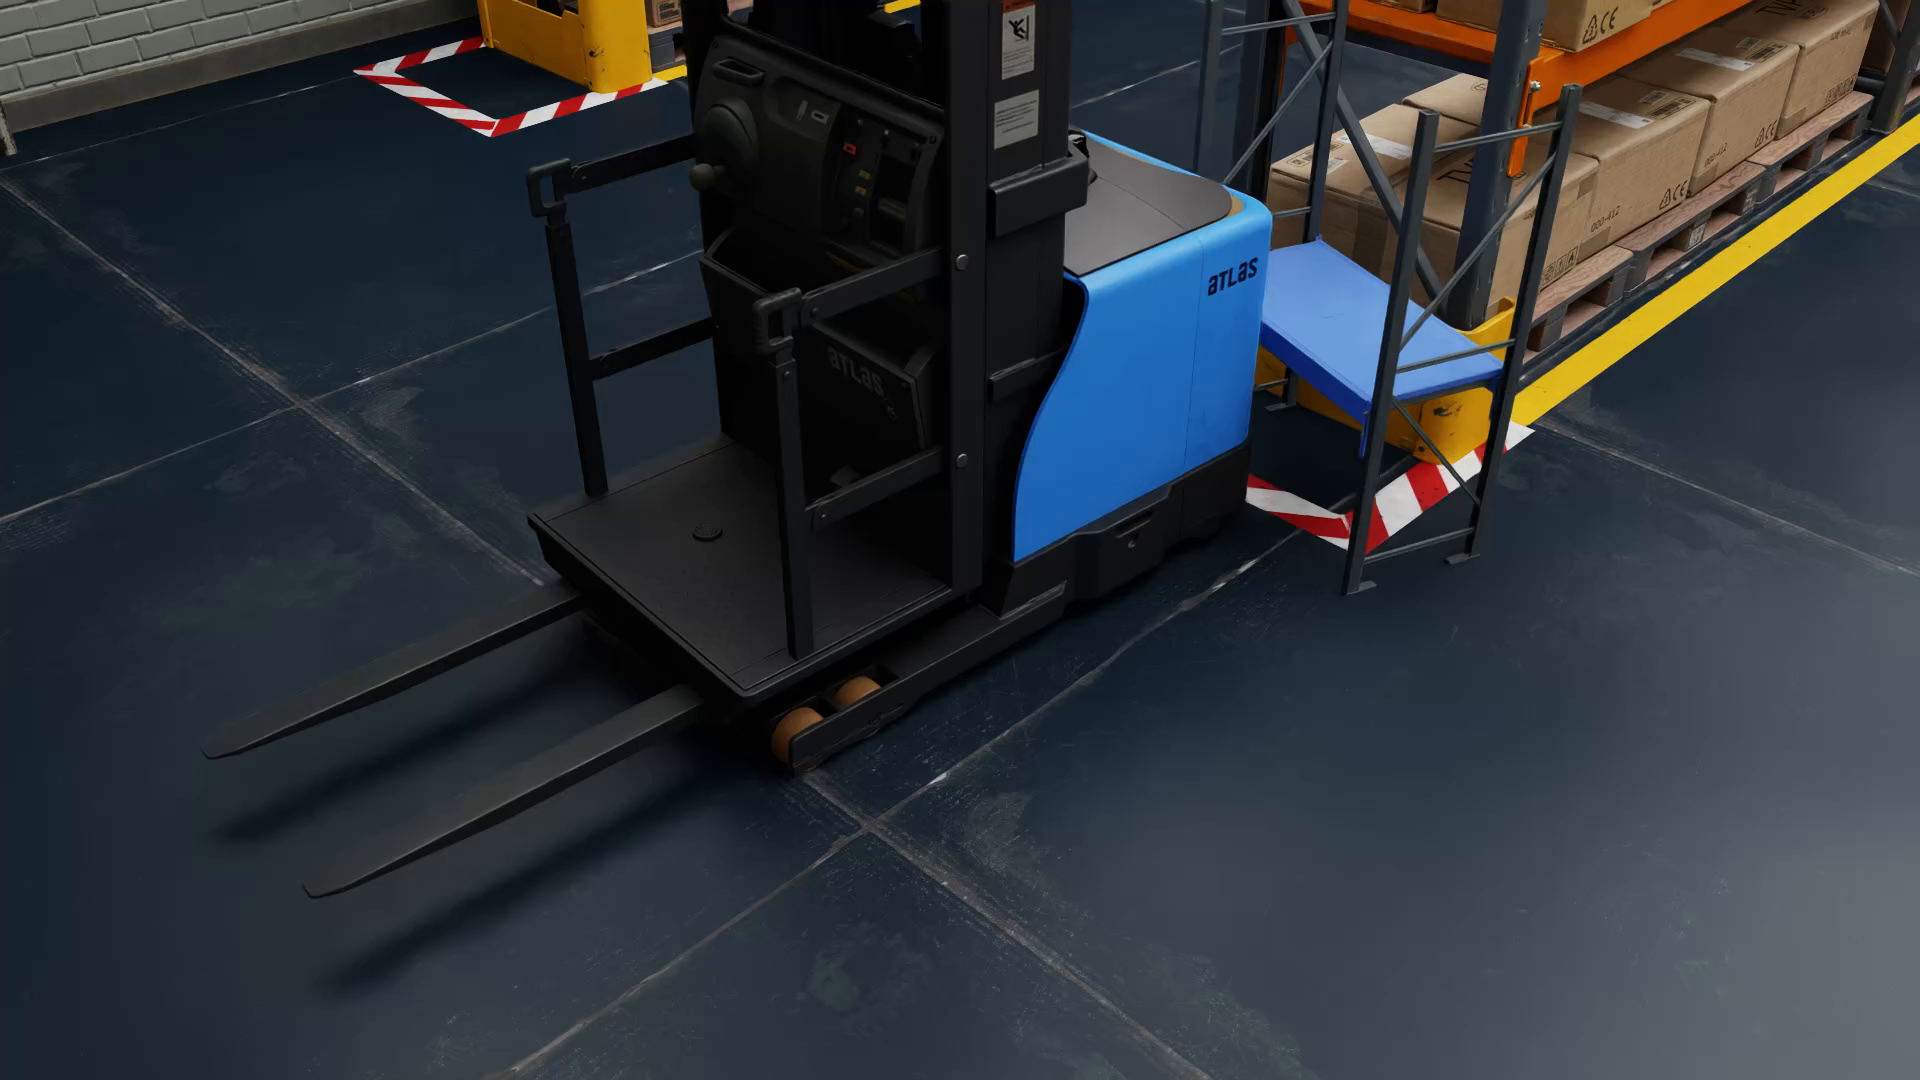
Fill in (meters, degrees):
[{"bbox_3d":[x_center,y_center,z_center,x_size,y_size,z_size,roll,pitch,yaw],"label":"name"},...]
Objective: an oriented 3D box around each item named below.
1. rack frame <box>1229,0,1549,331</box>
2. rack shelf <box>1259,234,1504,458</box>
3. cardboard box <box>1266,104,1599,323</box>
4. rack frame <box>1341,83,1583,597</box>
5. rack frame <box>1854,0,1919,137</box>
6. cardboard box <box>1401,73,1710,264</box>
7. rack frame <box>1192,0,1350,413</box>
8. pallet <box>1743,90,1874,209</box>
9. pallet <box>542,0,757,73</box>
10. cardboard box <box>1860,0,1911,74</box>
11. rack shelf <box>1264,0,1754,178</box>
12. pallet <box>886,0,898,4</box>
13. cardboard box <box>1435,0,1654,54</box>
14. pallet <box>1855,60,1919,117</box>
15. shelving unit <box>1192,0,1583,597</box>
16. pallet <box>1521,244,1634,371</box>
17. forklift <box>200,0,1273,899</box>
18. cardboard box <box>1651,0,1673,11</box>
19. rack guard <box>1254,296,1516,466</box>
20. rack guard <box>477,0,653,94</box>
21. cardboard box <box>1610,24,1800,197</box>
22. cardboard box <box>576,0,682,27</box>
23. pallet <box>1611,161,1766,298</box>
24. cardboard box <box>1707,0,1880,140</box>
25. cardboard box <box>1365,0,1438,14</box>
[{"bbox_3d":[1.352,-1.781,5.181,1.000,3.000,0.127,30,45,35],"label":"rack frame"},{"bbox_3d":[1.175,-0.629,5.155,0.538,0.185,1.000,-15,37,-20],"label":"rack shelf"},{"bbox_3d":[1.746,-1.210,6.236,0.875,0.438,0.875,28,44,34],"label":"cardboard box"},{"bbox_3d":[1.385,-0.512,4.673,0.500,1.500,0.032,-15,37,-20],"label":"rack frame"},{"bbox_3d":[4.170,-3.405,7.510,1.000,3.000,0.127,30,45,35],"label":"rack frame"},{"bbox_3d":[2.385,-1.585,6.774,0.875,0.438,0.875,-29,44,-34],"label":"cardboard box"},{"bbox_3d":[0.965,-1.041,5.432,0.500,1.500,0.032,-15,37,-20],"label":"rack frame"},{"bbox_3d":[3.579,-1.984,7.910,1.003,0.211,1.213,30,45,35],"label":"pallet"},{"bbox_3d":[-1.559,-2.991,9.354,1.003,0.211,1.213,30,45,35],"label":"pallet"},{"bbox_3d":[4.550,-2.989,8.404,0.875,0.875,0.875,-28,44,-34],"label":"cardboard box"},{"bbox_3d":[2.761,-2.298,6.551,1.077,0.370,4.000,30,45,35],"label":"rack shelf"},{"bbox_3d":[-0.699,-3.484,10.061,1.003,0.211,1.213,30,45,35],"label":"pallet"},{"bbox_3d":[1.894,-1.901,5.266,0.500,0.500,0.500,29,44,35],"label":"cardboard box"},{"bbox_3d":[4.660,-2.605,8.800,1.003,0.211,1.213,30,45,35],"label":"pallet"},{"bbox_3d":[1.175,-0.777,5.052,0.538,1.500,1.048,-15,37,-20],"label":"shelving unit"},{"bbox_3d":[1.859,-0.993,6.490,1.003,0.211,1.213,30,45,35],"label":"pallet"},{"bbox_3d":[-0.528,-0.933,4.025,3.031,2.935,1.130,-27,43,-33],"label":"forklift"},{"bbox_3d":[2.230,-2.118,5.577,0.500,0.500,0.500,29,44,35],"label":"cardboard box"},{"bbox_3d":[1.335,-0.746,5.882,1.175,0.500,0.348,30,45,35],"label":"rack guard"},{"bbox_3d":[-2.120,-2.785,8.807,1.175,0.500,0.348,30,45,35],"label":"rack guard"},{"bbox_3d":[3.021,-1.951,7.298,0.875,0.438,0.875,28,44,34],"label":"cardboard box"},{"bbox_3d":[-1.675,-3.138,8.943,0.797,0.503,0.637,28,43,34],"label":"cardboard box"},{"bbox_3d":[2.719,-1.486,7.196,1.003,0.211,1.213,30,45,35],"label":"pallet"},{"bbox_3d":[3.651,-2.314,7.819,0.875,0.438,0.875,29,44,35],"label":"cardboard box"},{"bbox_3d":[1.504,-2.124,5.587,0.500,0.500,0.500,-30,45,-35],"label":"cardboard box"}]
